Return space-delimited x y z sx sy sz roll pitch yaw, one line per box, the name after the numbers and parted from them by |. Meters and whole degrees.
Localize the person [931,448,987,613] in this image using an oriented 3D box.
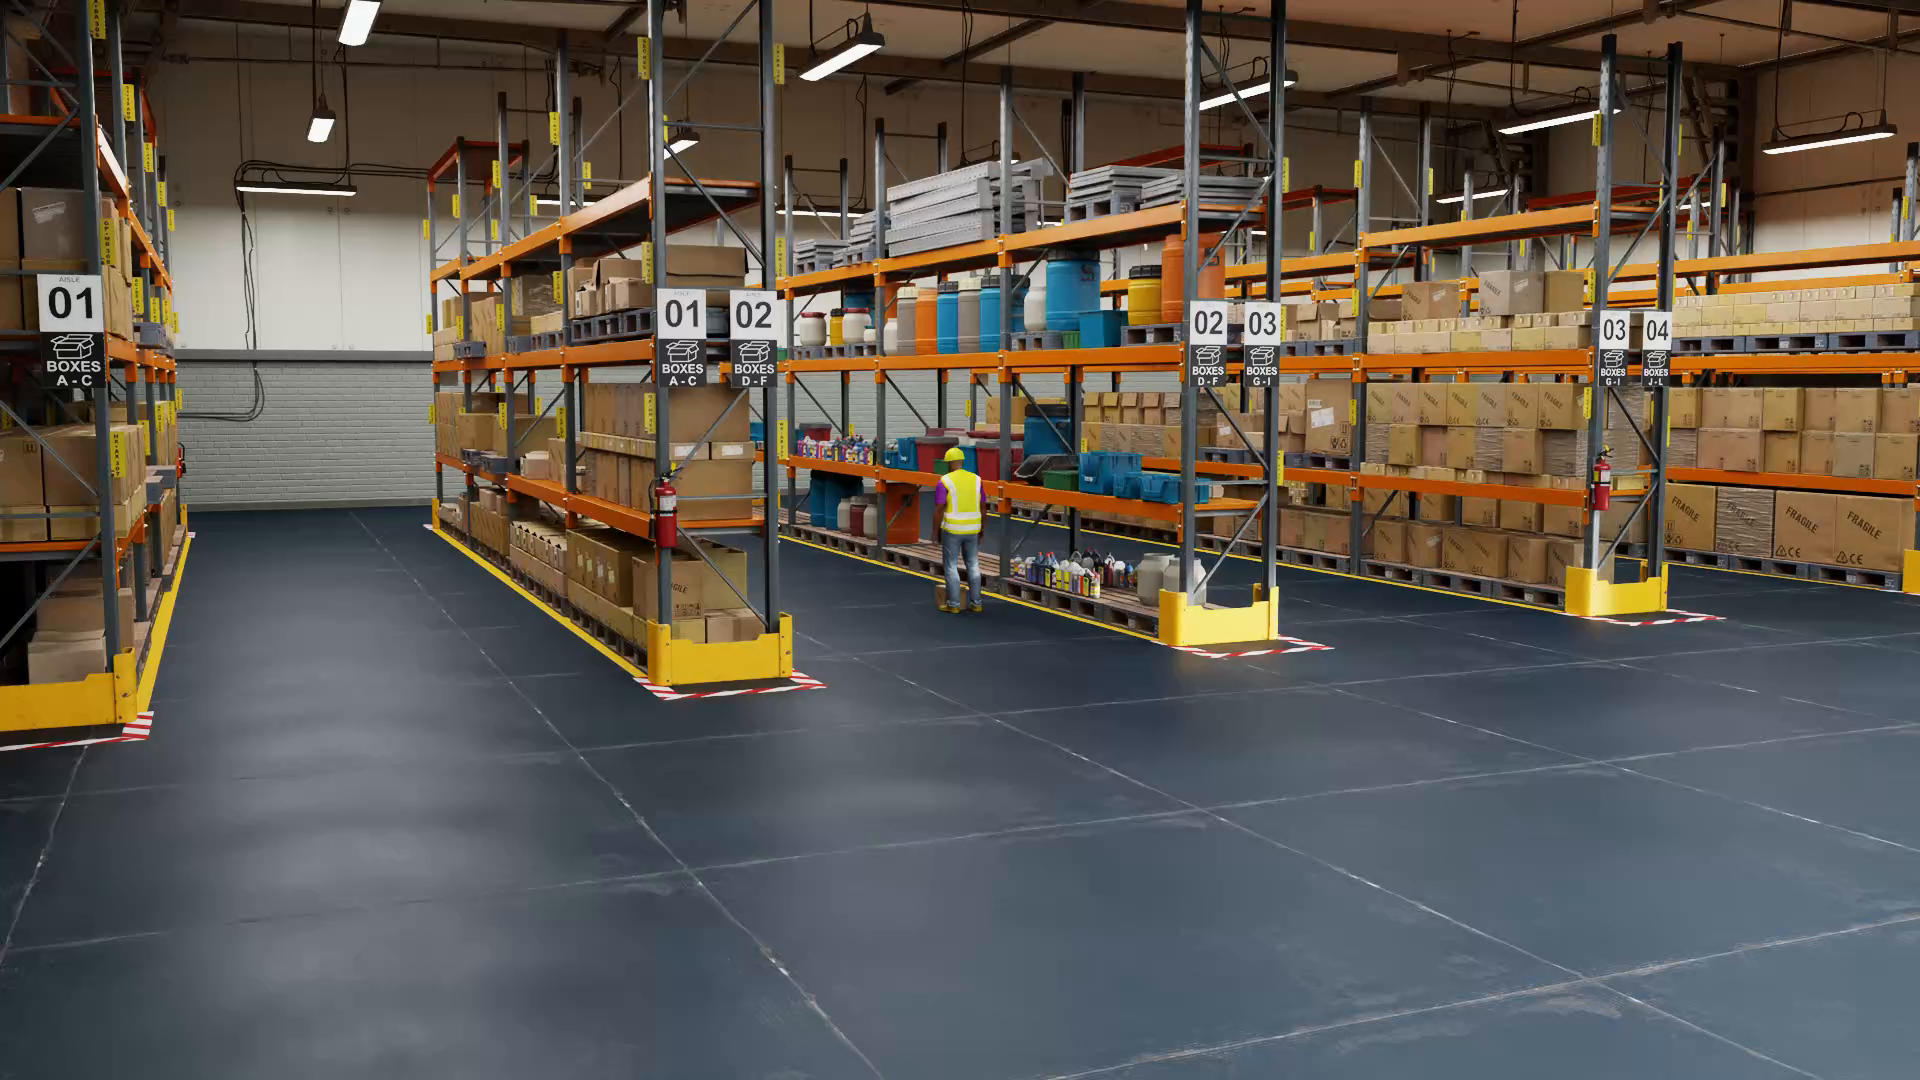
-0.011 -0.107 17.809 0.636 1.761 0.454 -3 6 -26 | person
